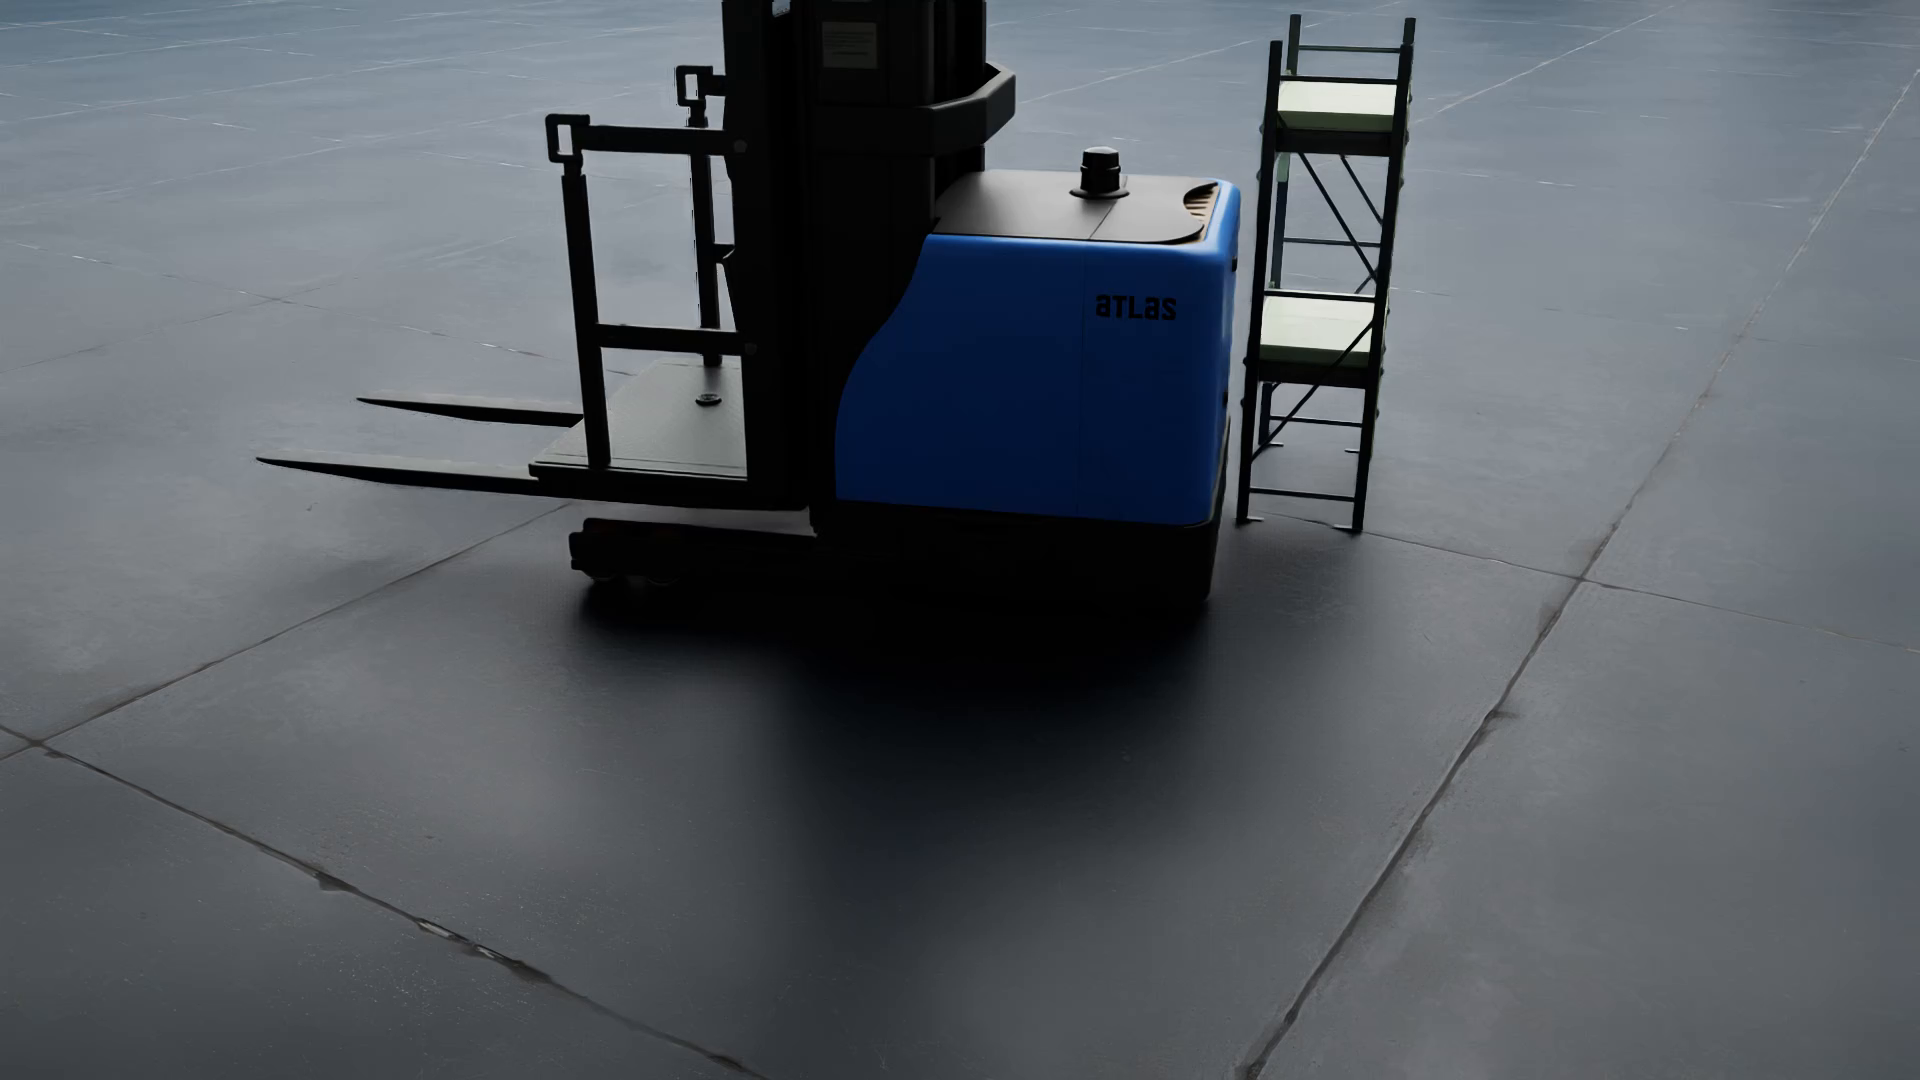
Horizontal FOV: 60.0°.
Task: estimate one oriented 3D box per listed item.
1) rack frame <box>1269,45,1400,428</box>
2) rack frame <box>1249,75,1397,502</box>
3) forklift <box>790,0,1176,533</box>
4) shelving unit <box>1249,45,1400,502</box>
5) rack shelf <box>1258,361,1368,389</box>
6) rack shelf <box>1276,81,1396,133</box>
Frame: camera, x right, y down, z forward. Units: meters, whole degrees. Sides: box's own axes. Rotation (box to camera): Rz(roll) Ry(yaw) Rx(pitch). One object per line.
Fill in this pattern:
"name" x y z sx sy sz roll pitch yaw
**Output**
"rack frame" 1.281 -1.019 5.716 0.380 1.308 0.010 6 24 14
"rack frame" 1.094 -0.738 5.067 0.380 1.308 0.010 6 24 14
"forklift" -0.692 -1.414 4.827 3.031 2.935 1.109 5 24 11
"shelving unit" 1.188 -0.878 5.391 0.380 1.308 0.742 6 24 14
"rack shelf" 1.187 -0.645 5.493 0.332 0.071 0.664 6 24 14
"rack shelf" 1.187 -1.359 5.184 0.368 0.052 0.686 6 24 14
